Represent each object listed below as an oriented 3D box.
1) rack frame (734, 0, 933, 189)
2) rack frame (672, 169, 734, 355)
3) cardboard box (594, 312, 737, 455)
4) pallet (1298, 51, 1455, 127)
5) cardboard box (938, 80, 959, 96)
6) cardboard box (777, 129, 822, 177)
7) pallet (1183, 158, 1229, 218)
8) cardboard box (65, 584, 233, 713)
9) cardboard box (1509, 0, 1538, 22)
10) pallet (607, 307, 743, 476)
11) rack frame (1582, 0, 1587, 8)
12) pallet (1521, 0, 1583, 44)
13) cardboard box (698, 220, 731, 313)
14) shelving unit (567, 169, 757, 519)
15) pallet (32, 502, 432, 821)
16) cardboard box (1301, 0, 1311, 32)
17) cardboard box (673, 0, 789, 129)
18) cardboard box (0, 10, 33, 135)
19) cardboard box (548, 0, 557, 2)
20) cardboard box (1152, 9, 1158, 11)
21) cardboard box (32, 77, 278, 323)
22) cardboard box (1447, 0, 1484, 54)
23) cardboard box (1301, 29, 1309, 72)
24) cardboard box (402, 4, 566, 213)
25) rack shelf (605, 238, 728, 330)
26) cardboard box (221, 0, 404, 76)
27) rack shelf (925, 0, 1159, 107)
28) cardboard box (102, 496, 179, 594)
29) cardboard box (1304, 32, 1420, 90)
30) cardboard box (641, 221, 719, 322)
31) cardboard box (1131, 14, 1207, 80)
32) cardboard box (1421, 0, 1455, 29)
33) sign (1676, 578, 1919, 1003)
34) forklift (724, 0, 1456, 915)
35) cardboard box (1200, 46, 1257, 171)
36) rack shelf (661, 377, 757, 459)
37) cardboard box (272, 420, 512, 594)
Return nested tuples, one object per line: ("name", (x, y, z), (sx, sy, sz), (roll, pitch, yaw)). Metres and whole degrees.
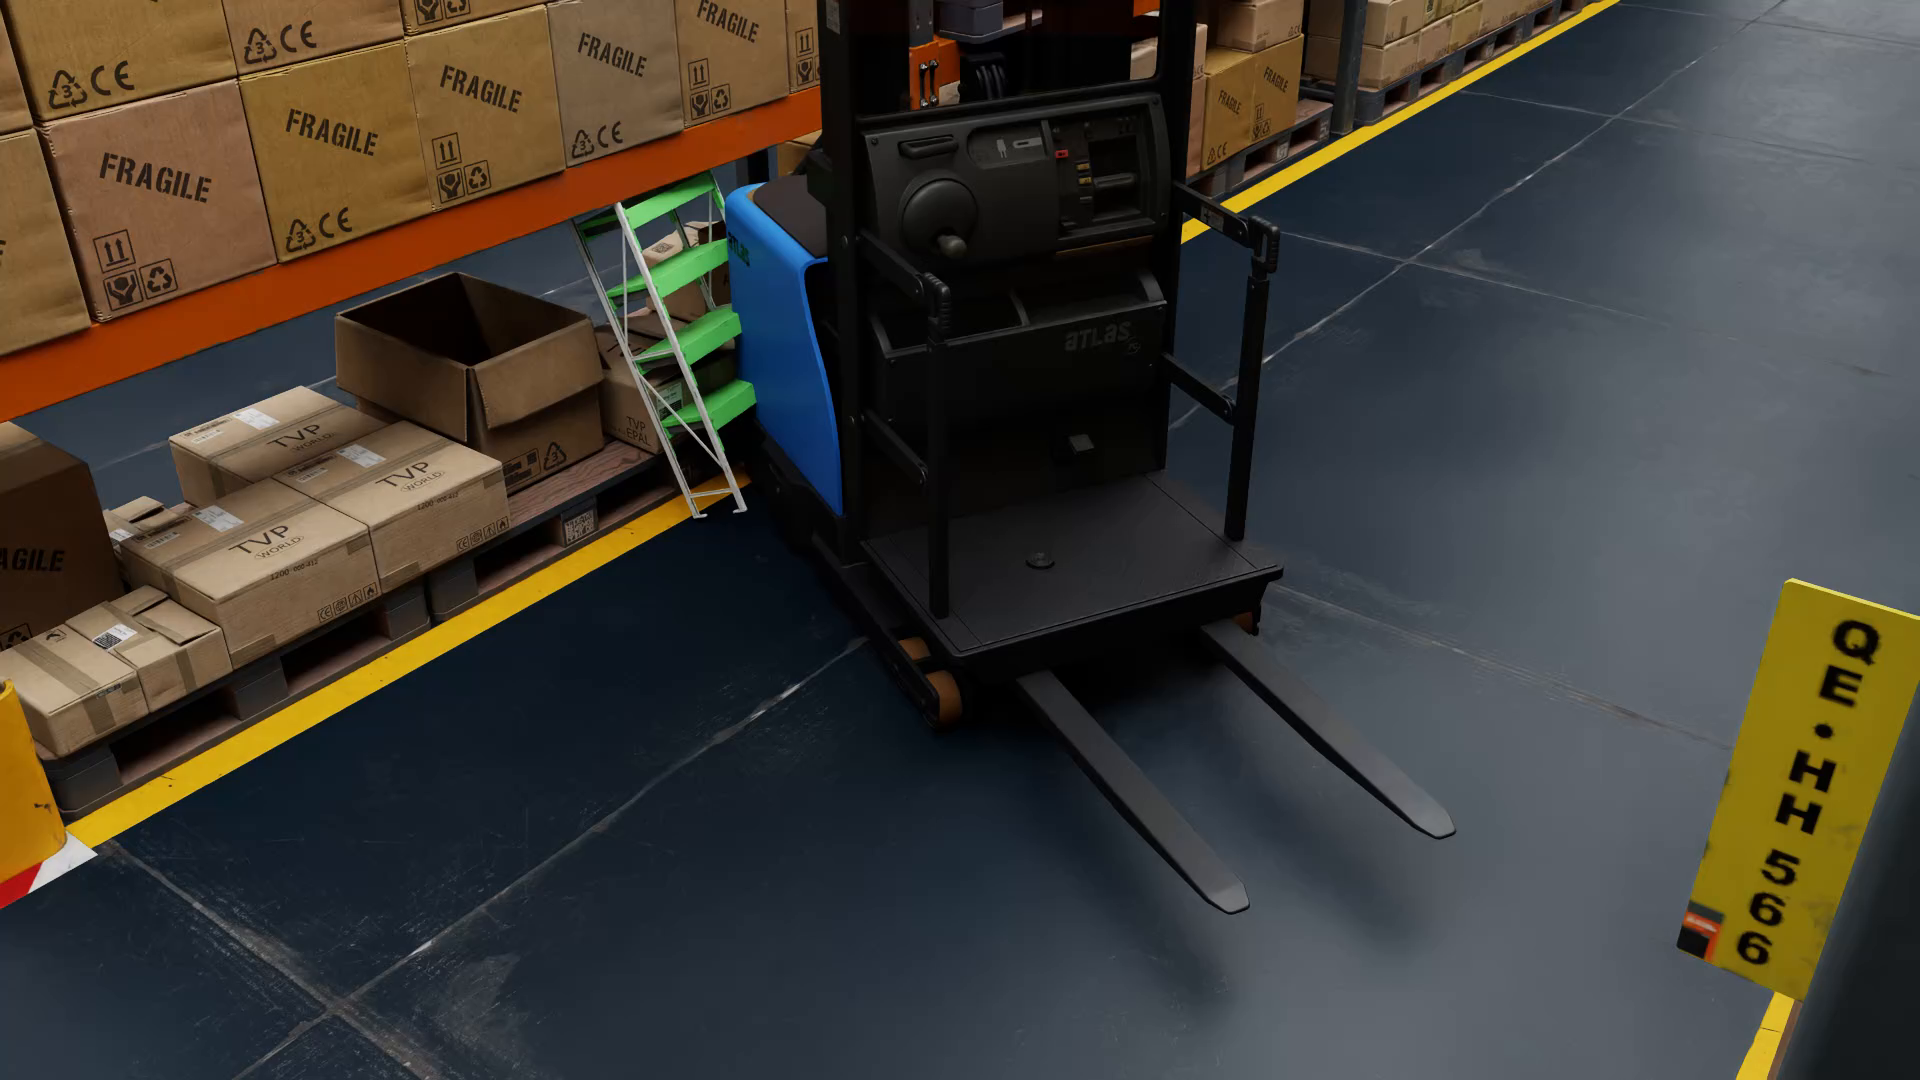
("rack frame", (-0.537, -2.196, 6.514), (1.000, 3.000, 0.127), (21, 37, 31))
("rack frame", (-0.804, -0.843, 5.960), (0.240, 1.200, 0.015), (-7, 23, 34))
("cardboard box", (-1.107, -0.605, 6.035), (0.500, 0.311, 0.500), (21, 37, 31))
("pallet", (2.406, -2.945, 10.512), (1.003, 0.211, 1.213), (21, 37, 31))
("cardboard box", (0.141, -2.001, 8.204), (0.500, 0.500, 0.500), (22, 37, 32))
("cardboard box", (-0.467, -1.599, 7.526), (0.500, 0.500, 0.500), (21, 37, 31))
("pallet", (0.660, -1.837, 8.643), (1.003, 0.211, 1.213), (21, 37, 31))
("cardboard box", (-2.274, 0.293, 4.661), (0.380, 0.166, 0.250), (21, 37, 31))
("cardboard box", (3.658, -3.775, 11.462), (0.500, 0.250, 0.500), (22, 37, 32))
("pallet", (-0.952, -0.718, 6.754), (1.003, 0.211, 1.213), (21, 37, 31))
("rack frame", (4.292, -5.448, 12.001), (1.000, 3.000, 0.127), (21, 37, 31))
("pallet", (3.879, -3.937, 12.186), (1.003, 0.211, 1.213), (21, 37, 31))
("cardboard box", (-0.655, -0.991, 6.501), (0.500, 0.500, 0.500), (21, 37, 31))
("shelving unit", (-0.917, -0.732, 5.774), (0.258, 1.200, 0.503), (-7, 23, 34))
("pallet", (-2.425, 0.274, 5.081), (1.003, 0.211, 1.213), (21, 37, 31))
("cardboard box", (1.998, -3.350, 10.195), (0.500, 0.311, 0.500), (22, 37, 33))
("cardboard box", (-0.944, -1.747, 5.658), (0.500, 0.500, 0.500), (22, 37, 33))
("cardboard box", (-2.473, -1.143, 3.657), (0.500, 0.500, 0.500), (22, 37, 33))
("cardboard box", (-1.247, -1.970, 5.054), (0.500, 0.500, 0.500), (21, 37, 32))
("cardboard box", (1.375, -2.839, 9.618), (0.500, 0.500, 0.500), (23, 38, 33))
("cardboard box", (-2.166, -0.924, 4.269), (0.500, 0.500, 0.500), (21, 36, 31))
("cardboard box", (3.040, -3.360, 10.763), (0.500, 0.250, 0.500), (20, 36, 30))
("cardboard box", (2.001, -3.109, 10.339), (0.500, 0.250, 0.500), (22, 37, 32))
("cardboard box", (-1.558, -1.330, 4.953), (0.500, 0.500, 0.500), (22, 37, 32))
("rack shelf", (-0.974, -0.888, 5.716), (0.258, 0.148, 0.480), (-7, 23, 34))
("cardboard box", (-1.858, -1.559, 4.360), (0.500, 0.500, 0.500), (22, 37, 32))
("rack shelf", (0.670, -2.700, 8.069), (1.077, 0.370, 4.000), (21, 37, 31))
("cardboard box", (-2.503, 0.026, 5.112), (0.380, 0.166, 0.250), (21, 37, 31))
("cardboard box", (2.428, -2.942, 10.058), (0.500, 0.250, 0.500), (21, 37, 31))
("cardboard box", (-0.963, -1.125, 6.911), (0.500, 0.311, 0.500), (21, 37, 31))
("cardboard box", (0.855, -2.365, 8.083), (0.500, 0.250, 0.500), (20, 36, 30))
("cardboard box", (2.738, -3.400, 10.279), (0.500, 0.311, 0.500), (20, 36, 30))
("sign", (0.576, 0.180, 1.136), (0.100, 0.325, 0.005), (21, 37, 31))
("forklift", (0.271, -0.972, 4.516), (1.130, 2.935, 3.031), (-14, 33, -22))
("cardboard box", (1.188, -2.273, 8.664), (0.500, 0.500, 0.500), (20, 36, 30))
("rack shelf", (-0.817, -0.463, 5.875), (0.258, 0.148, 0.480), (-7, 23, 34))
("cardboard box", (-1.793, -0.117, 5.271), (0.500, 0.250, 0.500), (21, 37, 31))
